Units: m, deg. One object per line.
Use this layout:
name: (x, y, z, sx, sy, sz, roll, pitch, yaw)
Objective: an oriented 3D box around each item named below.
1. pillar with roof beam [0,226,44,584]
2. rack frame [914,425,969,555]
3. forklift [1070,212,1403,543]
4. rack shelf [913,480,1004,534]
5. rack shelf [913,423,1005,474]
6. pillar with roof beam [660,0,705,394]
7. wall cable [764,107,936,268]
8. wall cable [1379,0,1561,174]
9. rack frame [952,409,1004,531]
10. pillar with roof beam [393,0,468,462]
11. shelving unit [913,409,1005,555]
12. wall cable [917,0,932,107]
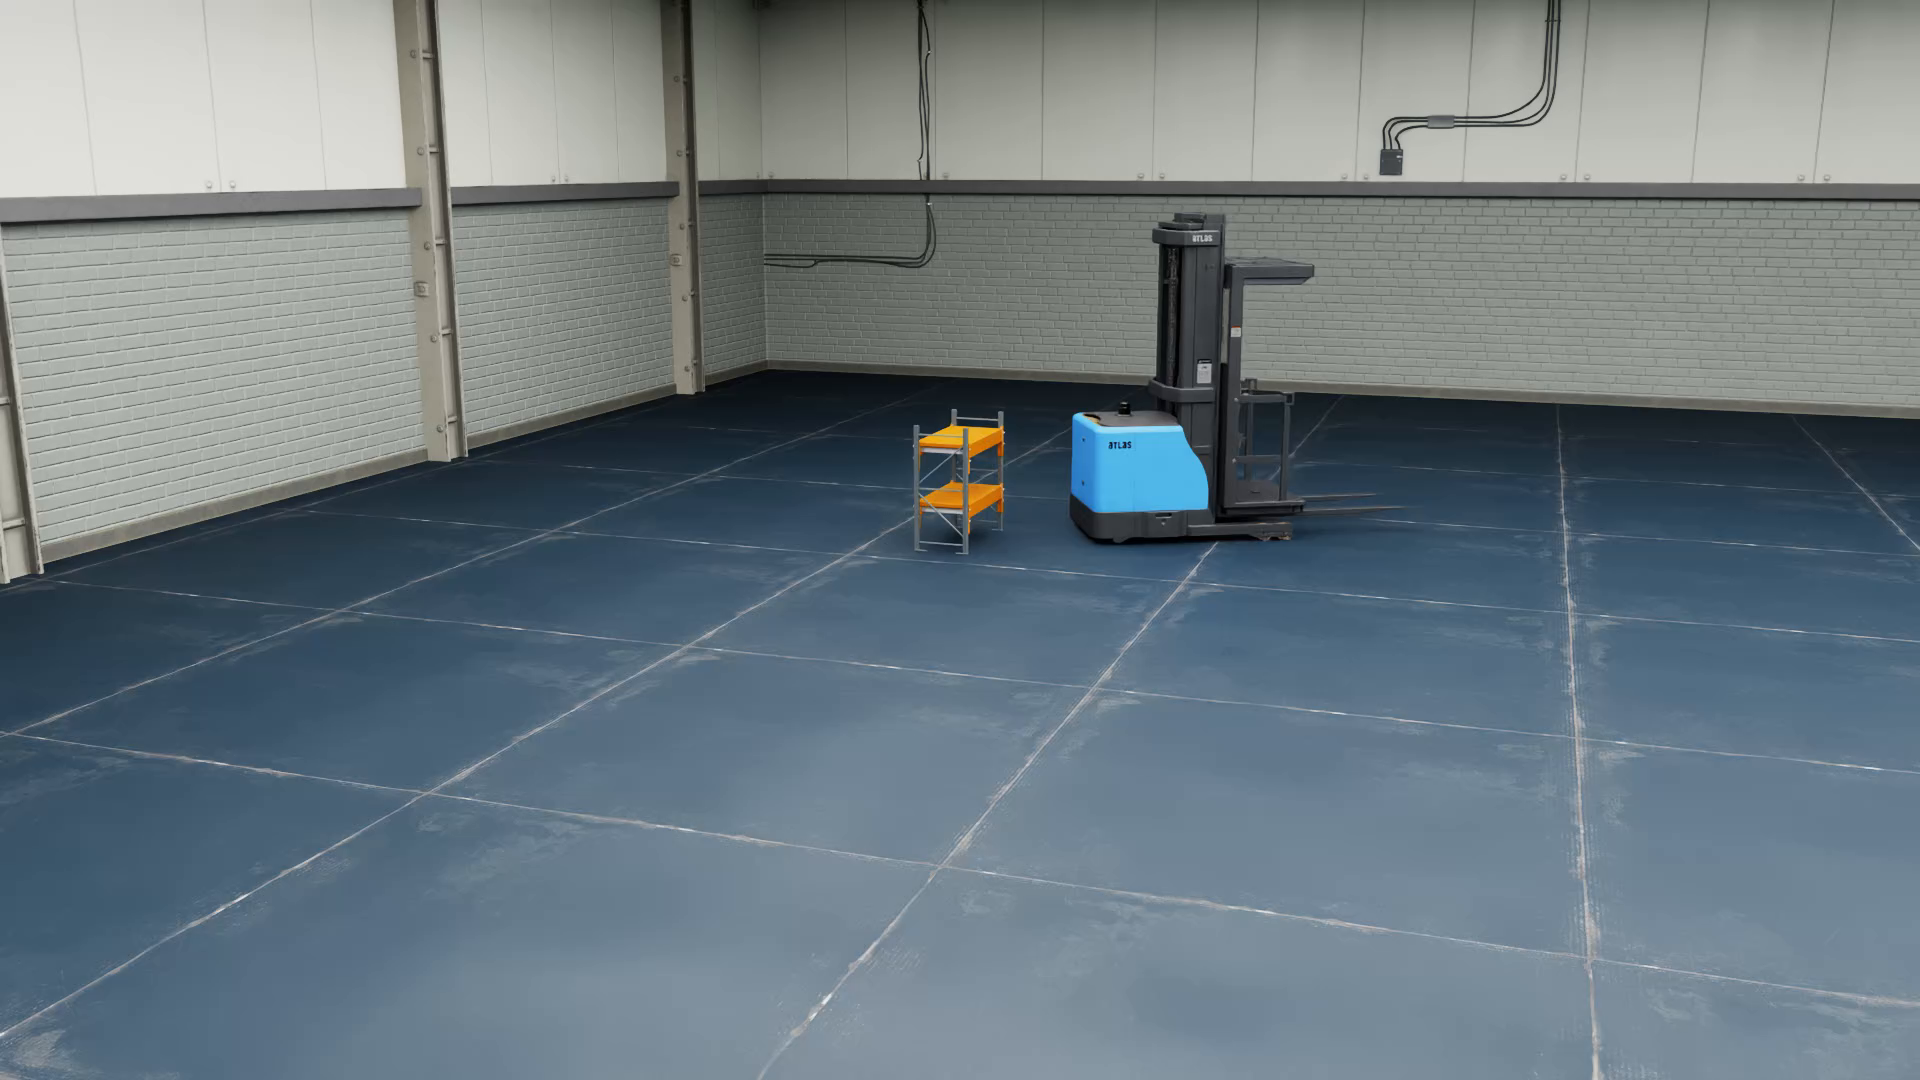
pillar with roof beam: (-3.864, -3.770, 11.547, 9.100, 9.000, 0.400, 4, 14, 18)
rack frame: (-0.167, -0.440, 14.650, 0.500, 1.125, 0.032, 4, 14, 18)
forklift: (2.612, -1.536, 15.393, 3.031, 2.935, 1.130, -2, 13, -9)
rack shelf: (-0.002, -0.309, 15.173, 0.538, 0.278, 1.000, 4, 14, 18)
rack shelf: (-0.002, -0.832, 15.053, 0.538, 0.278, 1.000, 4, 14, 18)
pillar with roof beam: (0.019, -6.297, 22.617, 9.100, 9.000, 0.400, 4, 14, 18)
wall cable: (-1.850, -5.618, 26.621, 3.097, 2.526, 0.112, 4, 14, 18)
wall cable: (7.128, -8.103, 22.887, 2.305, 6.003, 0.169, 4, 14, 18)
rack frame: (0.162, -0.654, 15.588, 0.500, 1.125, 0.032, 4, 14, 18)
pillar with roof beam: (-1.922, -5.034, 17.082, 9.100, 9.000, 0.400, 4, 14, 18)
shelving unit: (-0.002, -0.547, 15.119, 0.538, 1.125, 1.048, 4, 14, 18)
wall cable: (0.710, -7.886, 25.205, 3.097, 2.526, 0.112, 4, 14, 18)
